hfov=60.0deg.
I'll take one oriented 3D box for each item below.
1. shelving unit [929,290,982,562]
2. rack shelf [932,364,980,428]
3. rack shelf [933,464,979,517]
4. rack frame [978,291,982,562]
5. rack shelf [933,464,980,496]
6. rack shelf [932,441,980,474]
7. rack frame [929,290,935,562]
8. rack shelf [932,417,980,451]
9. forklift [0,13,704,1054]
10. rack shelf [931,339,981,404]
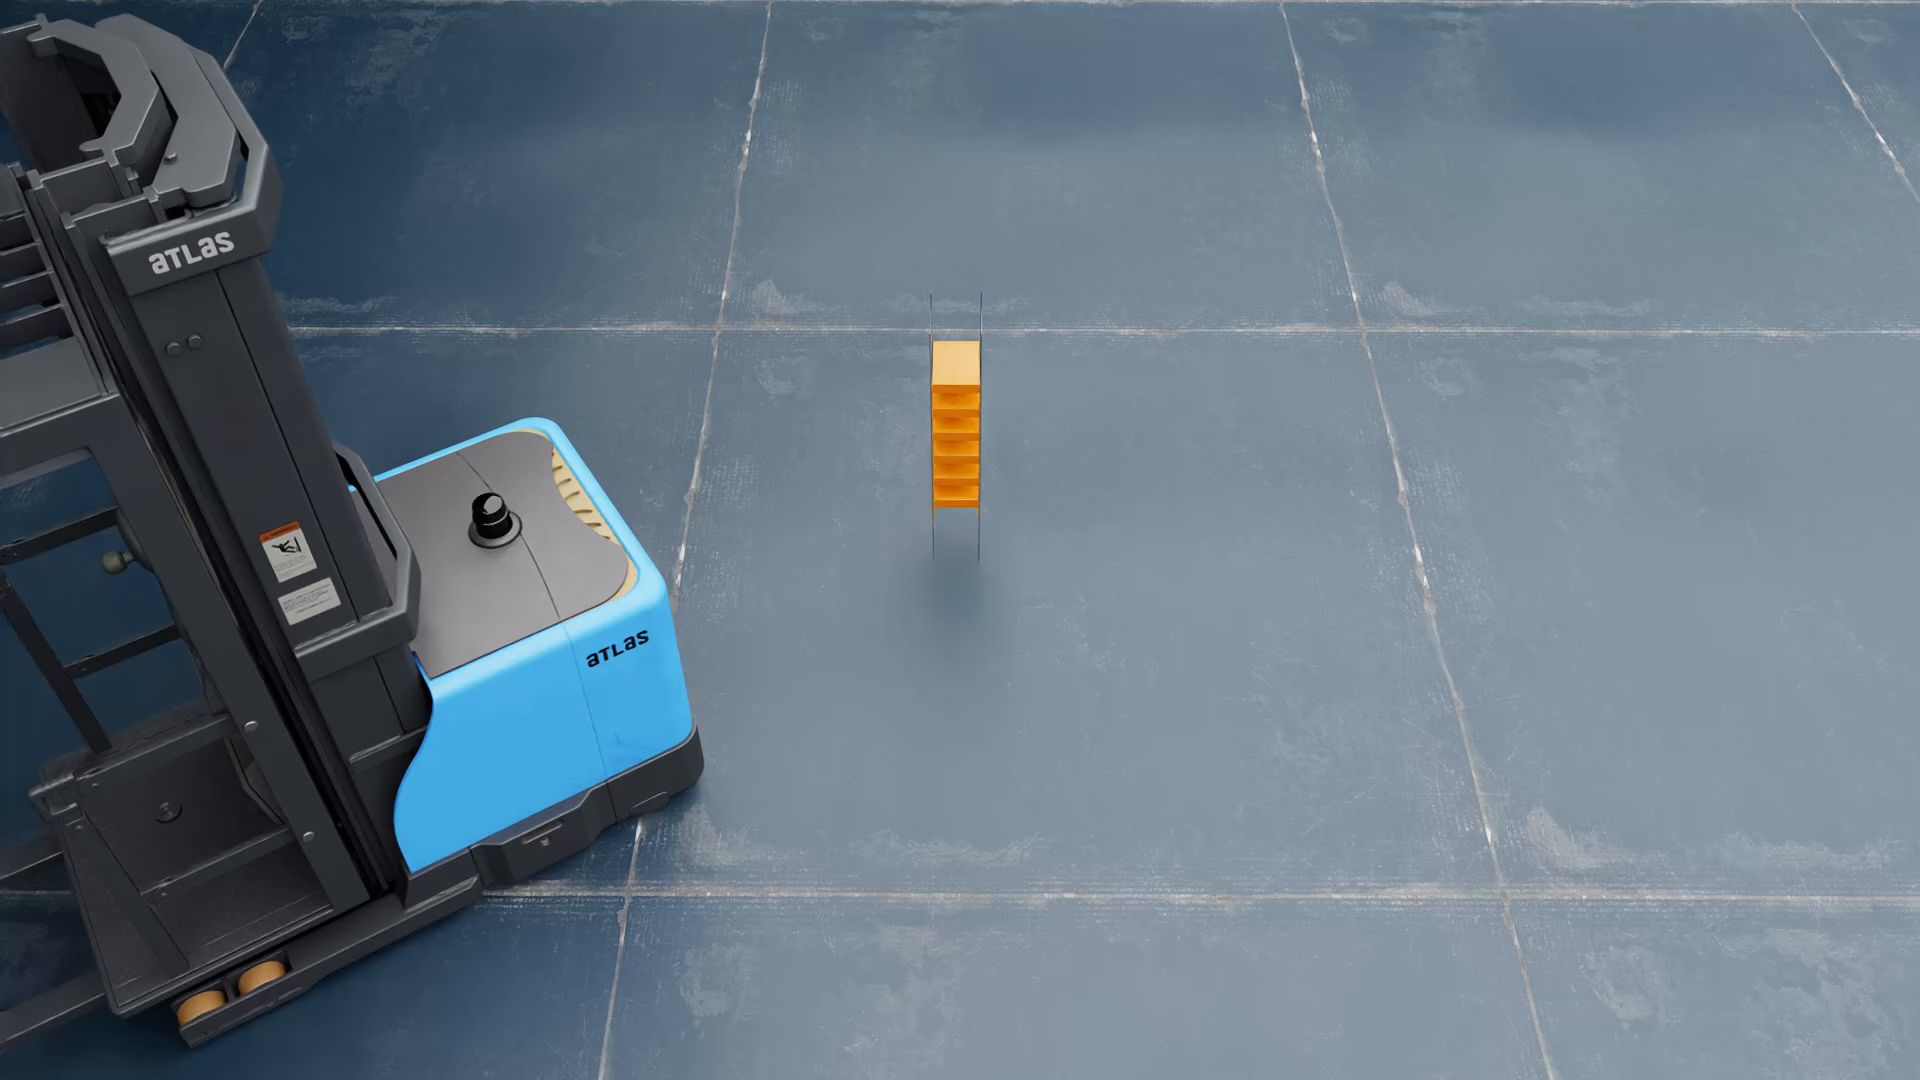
[{"bbox_3d":[-0.014,-0.409,6.392,0.189,1.200,0.258,0,47,0],"label":"shelving unit"},{"bbox_3d":[-0.014,-0.542,6.248,0.180,0.103,0.258,0,47,0],"label":"rack shelf"},{"bbox_3d":[-0.014,-0.215,6.600,0.180,0.103,0.258,0,47,0],"label":"rack shelf"},{"bbox_3d":[0.077,-0.409,6.391,0.006,1.200,0.240,0,47,0],"label":"rack frame"},{"bbox_3d":[-0.014,-0.297,6.512,0.180,0.103,0.258,0,47,0],"label":"rack shelf"},{"bbox_3d":[-0.014,-0.379,6.424,0.180,0.103,0.258,0,47,0],"label":"rack shelf"},{"bbox_3d":[-0.106,-0.409,6.392,0.006,1.200,0.240,0,47,0],"label":"rack frame"},{"bbox_3d":[-0.014,-0.460,6.336,0.180,0.103,0.258,0,47,0],"label":"rack shelf"},{"bbox_3d":[-2.438,0.158,4.681,3.031,2.935,1.130,-25,52,-21],"label":"forklift"},{"bbox_3d":[-0.014,-0.624,6.161,0.180,0.103,0.258,0,47,0],"label":"rack shelf"}]
